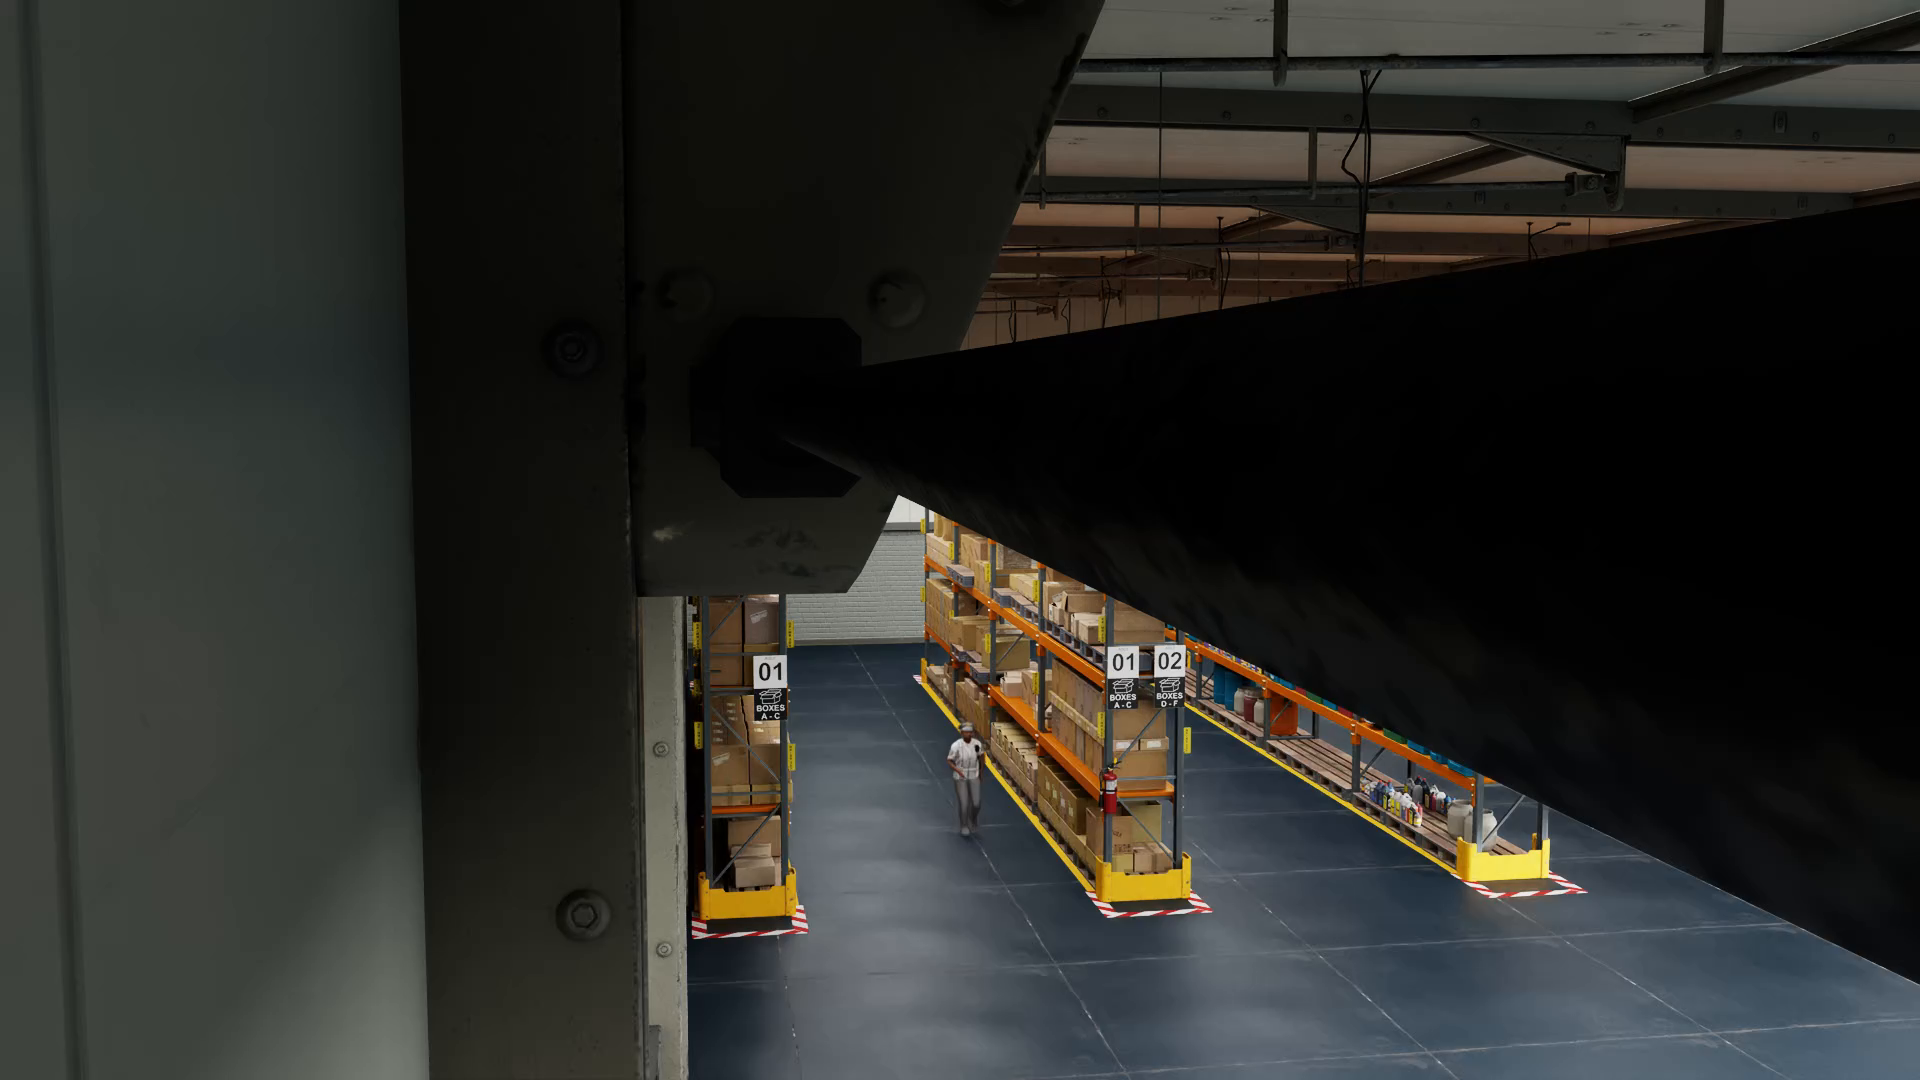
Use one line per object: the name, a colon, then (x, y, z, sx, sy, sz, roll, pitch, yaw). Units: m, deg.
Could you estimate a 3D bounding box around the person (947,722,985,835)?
person: (0.110, 3.409, 23.715, 0.586, 1.666, 0.585, -1, 5, -10)
